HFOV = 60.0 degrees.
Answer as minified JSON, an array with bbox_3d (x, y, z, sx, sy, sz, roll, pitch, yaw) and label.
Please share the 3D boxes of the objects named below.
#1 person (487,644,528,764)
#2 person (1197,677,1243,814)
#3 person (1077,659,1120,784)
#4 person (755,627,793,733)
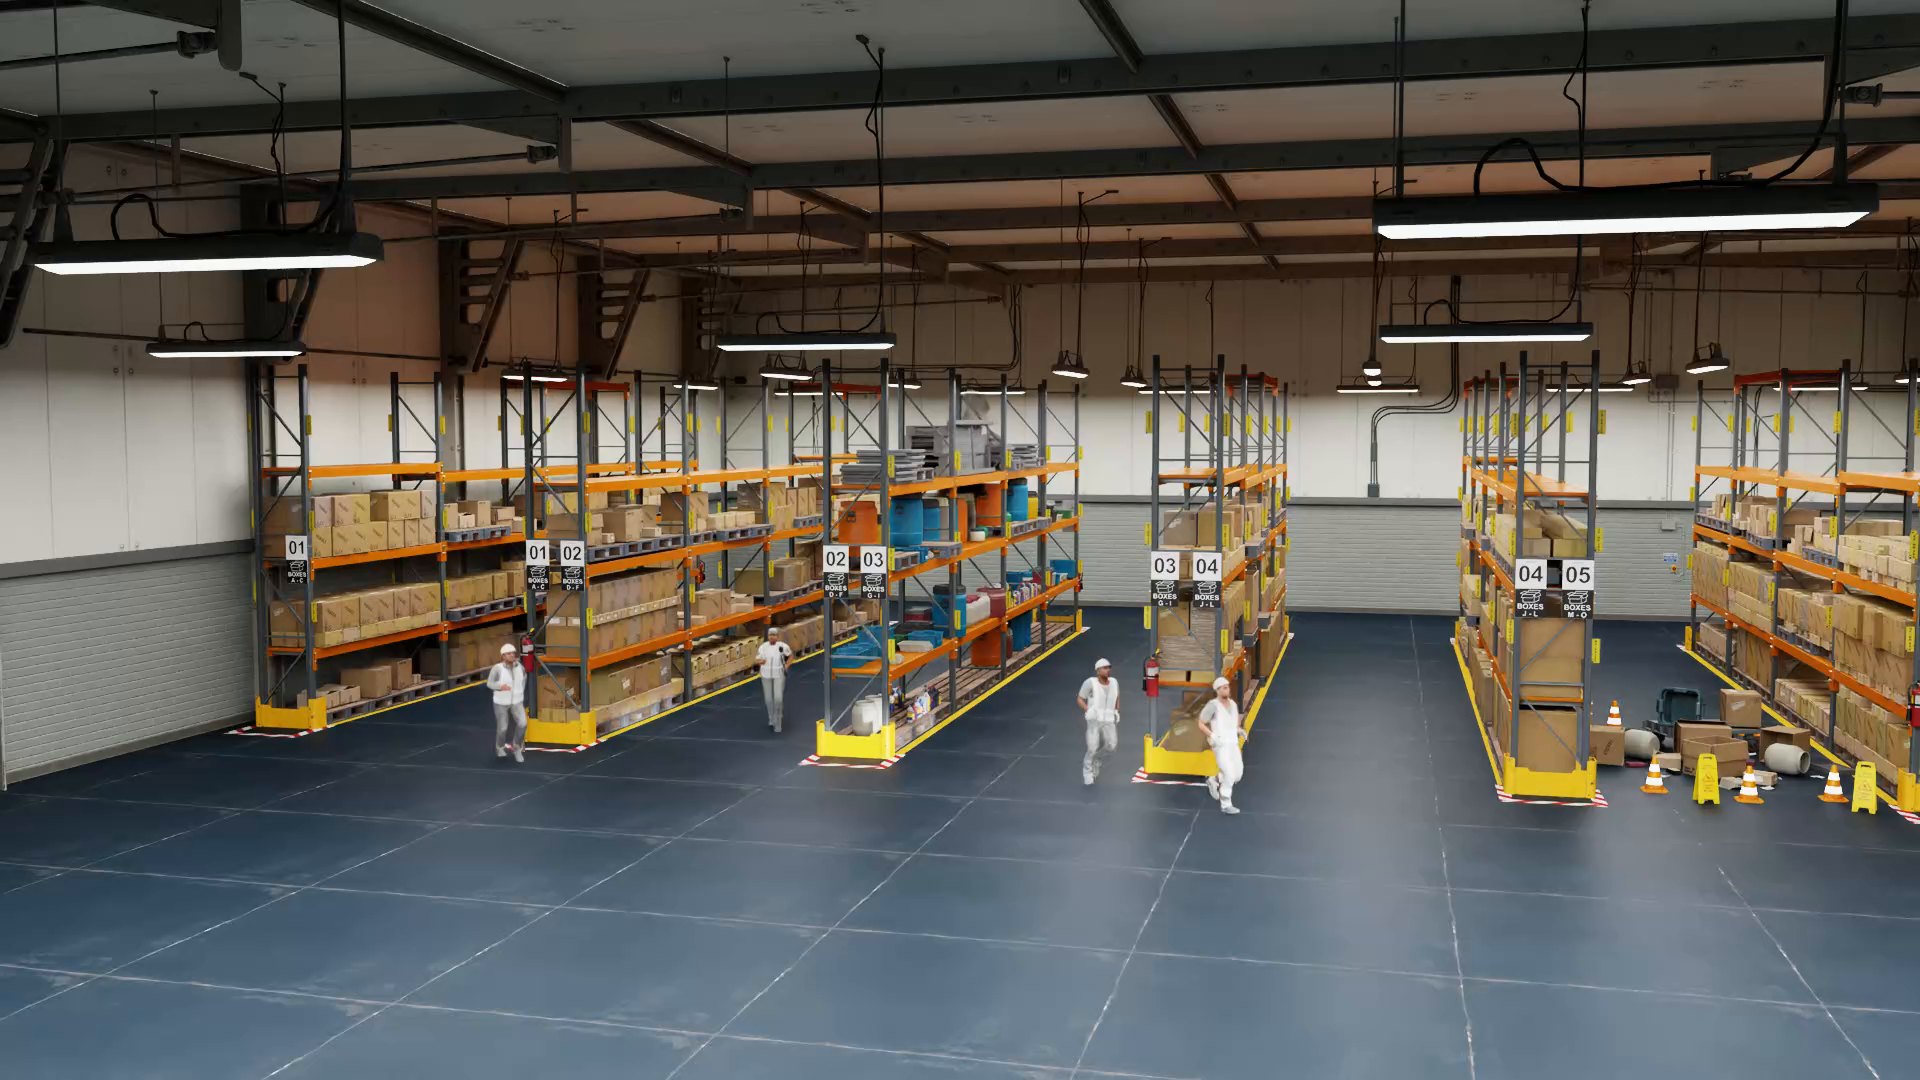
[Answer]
[{"bbox_3d":[-6.716,2.425,24.757,0.680,1.785,0.775,-3,5,-33],"label":"person"},{"bbox_3d":[3.385,2.647,21.545,0.658,1.741,0.687,-3,5,-34],"label":"person"},{"bbox_3d":[1.992,2.534,23.263,0.695,1.742,0.547,-1,4,-18],"label":"person"},{"bbox_3d":[-3.063,2.296,27.320,0.584,1.725,0.701,0,4,4],"label":"person"}]
